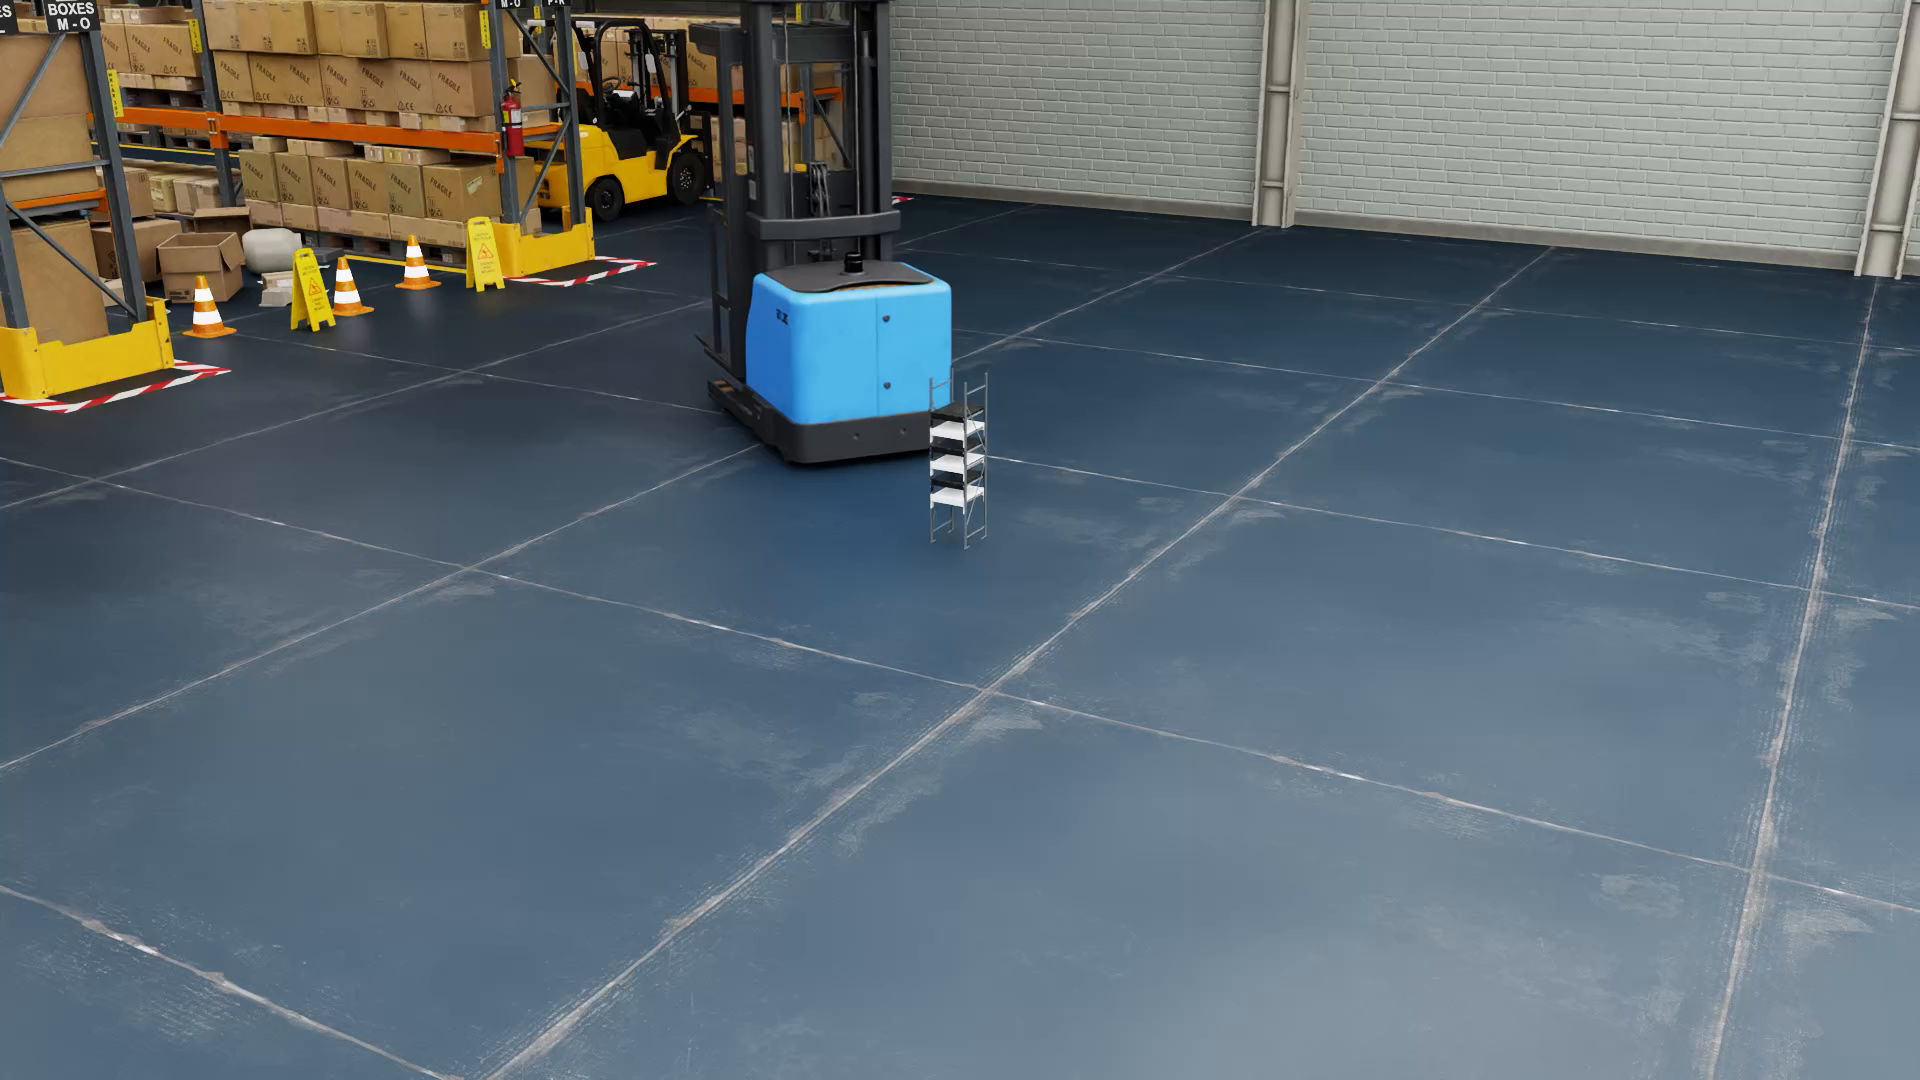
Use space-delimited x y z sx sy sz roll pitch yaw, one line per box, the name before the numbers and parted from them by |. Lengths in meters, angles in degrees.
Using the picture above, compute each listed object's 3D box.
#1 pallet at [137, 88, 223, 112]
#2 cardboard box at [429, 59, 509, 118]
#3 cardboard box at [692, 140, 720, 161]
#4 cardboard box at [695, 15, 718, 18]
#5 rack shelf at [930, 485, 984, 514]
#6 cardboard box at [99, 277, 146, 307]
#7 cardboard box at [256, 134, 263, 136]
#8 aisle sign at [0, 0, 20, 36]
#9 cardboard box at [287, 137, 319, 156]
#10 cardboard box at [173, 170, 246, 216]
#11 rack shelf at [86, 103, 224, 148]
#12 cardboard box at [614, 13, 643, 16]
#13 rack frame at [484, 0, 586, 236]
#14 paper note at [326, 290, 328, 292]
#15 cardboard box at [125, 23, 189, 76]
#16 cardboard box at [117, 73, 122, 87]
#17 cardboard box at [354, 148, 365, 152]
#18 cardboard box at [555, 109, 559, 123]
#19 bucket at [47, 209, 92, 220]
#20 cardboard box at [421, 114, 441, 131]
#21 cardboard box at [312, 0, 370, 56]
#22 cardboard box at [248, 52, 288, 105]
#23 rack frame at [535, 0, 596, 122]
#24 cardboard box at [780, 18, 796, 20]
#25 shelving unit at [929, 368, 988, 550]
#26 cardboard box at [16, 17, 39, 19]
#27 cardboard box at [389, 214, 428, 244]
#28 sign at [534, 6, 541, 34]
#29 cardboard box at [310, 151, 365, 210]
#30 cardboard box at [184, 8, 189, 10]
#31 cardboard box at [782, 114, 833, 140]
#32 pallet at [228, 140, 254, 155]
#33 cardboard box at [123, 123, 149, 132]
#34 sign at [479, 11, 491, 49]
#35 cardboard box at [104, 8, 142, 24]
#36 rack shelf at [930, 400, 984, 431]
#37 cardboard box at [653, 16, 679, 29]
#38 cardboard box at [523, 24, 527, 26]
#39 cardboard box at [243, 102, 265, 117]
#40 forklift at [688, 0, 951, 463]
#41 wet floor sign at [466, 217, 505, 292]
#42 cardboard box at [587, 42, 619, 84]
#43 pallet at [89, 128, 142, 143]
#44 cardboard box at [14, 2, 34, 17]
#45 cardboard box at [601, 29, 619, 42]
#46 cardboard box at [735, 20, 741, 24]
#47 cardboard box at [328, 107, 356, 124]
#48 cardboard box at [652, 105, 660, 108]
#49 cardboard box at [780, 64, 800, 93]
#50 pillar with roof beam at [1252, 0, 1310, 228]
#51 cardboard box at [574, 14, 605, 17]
pallet | -8.079 -4.814 18.017 1.213 0.211 1.003 11 23 27
cardboard box | -4.599 -4.263 15.636 0.500 0.500 0.500 10 22 26
cardboard box | -3.044 -4.840 20.493 0.500 0.250 0.500 10 22 26
cardboard box | -3.098 -6.423 20.640 0.250 0.149 0.380 11 23 28
rack shelf | -0.007 -0.224 8.788 0.200 0.077 0.258 11 23 27
cardboard box | -7.409 -2.220 14.596 0.258 0.266 0.396 16 25 36
cardboard box | -9.921 -6.078 24.272 0.500 0.500 0.500 12 23 30
aisle sign | -6.401 -3.699 10.850 0.004 0.787 0.394 11 23 27
cardboard box | -6.570 -3.994 16.841 0.250 0.149 0.380 12 23 29
cardboard box | -7.942 -3.782 18.130 0.625 0.372 0.950 11 23 28
rack shelf | -9.228 -4.728 18.555 4.000 0.370 1.077 11 23 27
cardboard box | -4.202 -6.646 21.254 0.250 0.149 0.380 11 22 27
rack frame | -3.990 -4.068 15.681 0.127 3.000 1.000 11 23 27
paper note | -5.786 -2.237 14.987 0.142 0.019 0.148 3 20 9
cardboard box | -8.431 -5.208 17.625 0.500 0.500 0.500 11 23 28
cardboard box | -8.950 -4.990 17.975 0.250 0.149 0.380 11 23 27
cardboard box | -5.944 -3.804 17.269 0.500 0.500 0.500 12 23 30
cardboard box | -5.526 -5.376 22.154 0.625 0.625 0.875 12 23 30
bucket | -8.565 -3.082 15.535 0.726 0.611 0.620 -16 16 -38
cardboard box | -4.910 -4.007 15.880 0.250 0.149 0.380 10 22 26
cardboard box | -5.844 -5.010 16.228 0.500 0.500 0.700 11 22 27
cardboard box | -6.785 -4.687 16.806 0.500 0.500 0.500 11 23 27
rack frame | -5.065 -6.212 21.590 0.127 3.000 1.000 11 23 27
cardboard box | -1.964 -6.220 20.081 0.250 0.149 0.380 12 23 29
shelving unit | -0.007 -0.424 8.715 0.210 0.900 0.258 11 23 27
cardboard box | -10.695 -5.639 18.813 0.500 0.500 0.500 10 22 26
cardboard box | -5.276 -3.116 16.472 0.500 0.250 0.500 11 23 27
sign | -5.321 -6.556 20.957 0.005 0.325 0.100 11 23 27
cardboard box | -6.174 -3.640 16.817 0.500 0.500 0.500 12 23 30
cardboard box | -11.736 -7.639 24.764 0.500 0.500 0.700 11 23 29
cardboard box | -1.900 -5.058 20.359 0.500 0.250 0.500 10 22 26
pallet | -10.251 -5.905 24.833 1.213 0.211 1.003 11 23 27
cardboard box | -12.679 -6.404 25.687 0.250 0.149 0.380 10 22 26
sign | -4.279 -4.599 14.983 0.005 0.325 0.100 11 23 27
cardboard box | -8.854 -5.581 17.703 0.250 0.149 0.380 10 22 25
rack shelf | -0.007 -0.647 8.635 0.200 0.077 0.258 11 23 27
cardboard box | -3.542 -6.335 20.397 0.250 0.149 0.380 11 23 28
cardboard box | -5.706 -6.592 21.541 0.250 0.149 0.380 10 22 27
cardboard box | -7.118 -4.441 17.077 0.250 0.149 0.380 12 23 29
forklift | -1.086 -2.300 10.907 1.130 2.935 3.031 -8 22 -22
wet floor sign | -4.346 -2.611 15.117 0.267 0.644 0.232 -16 26 -38
cardboard box | -4.342 -6.025 20.930 0.500 0.500 0.500 11 23 28
pallet | -13.717 -6.548 26.608 1.213 0.211 1.003 11 23 27
cardboard box | -11.286 -6.070 19.588 0.500 0.500 0.500 10 22 26
cardboard box | -4.268 -6.291 20.713 0.250 0.149 0.380 11 23 28
cardboard box | -2.460 -6.102 19.755 0.250 0.149 0.380 11 23 28
cardboard box | -6.018 -4.218 16.463 0.250 0.149 0.380 11 23 27
cardboard box | -4.091 -5.482 21.530 0.500 0.250 0.500 10 22 27
cardboard box | -2.131 -5.597 19.750 0.500 0.500 0.500 10 22 26
pillar with roof beam | 1.397 -6.471 13.509 0.400 9.000 9.100 11 23 27
cardboard box | -4.650 -6.551 20.991 0.250 0.149 0.380 11 23 28
